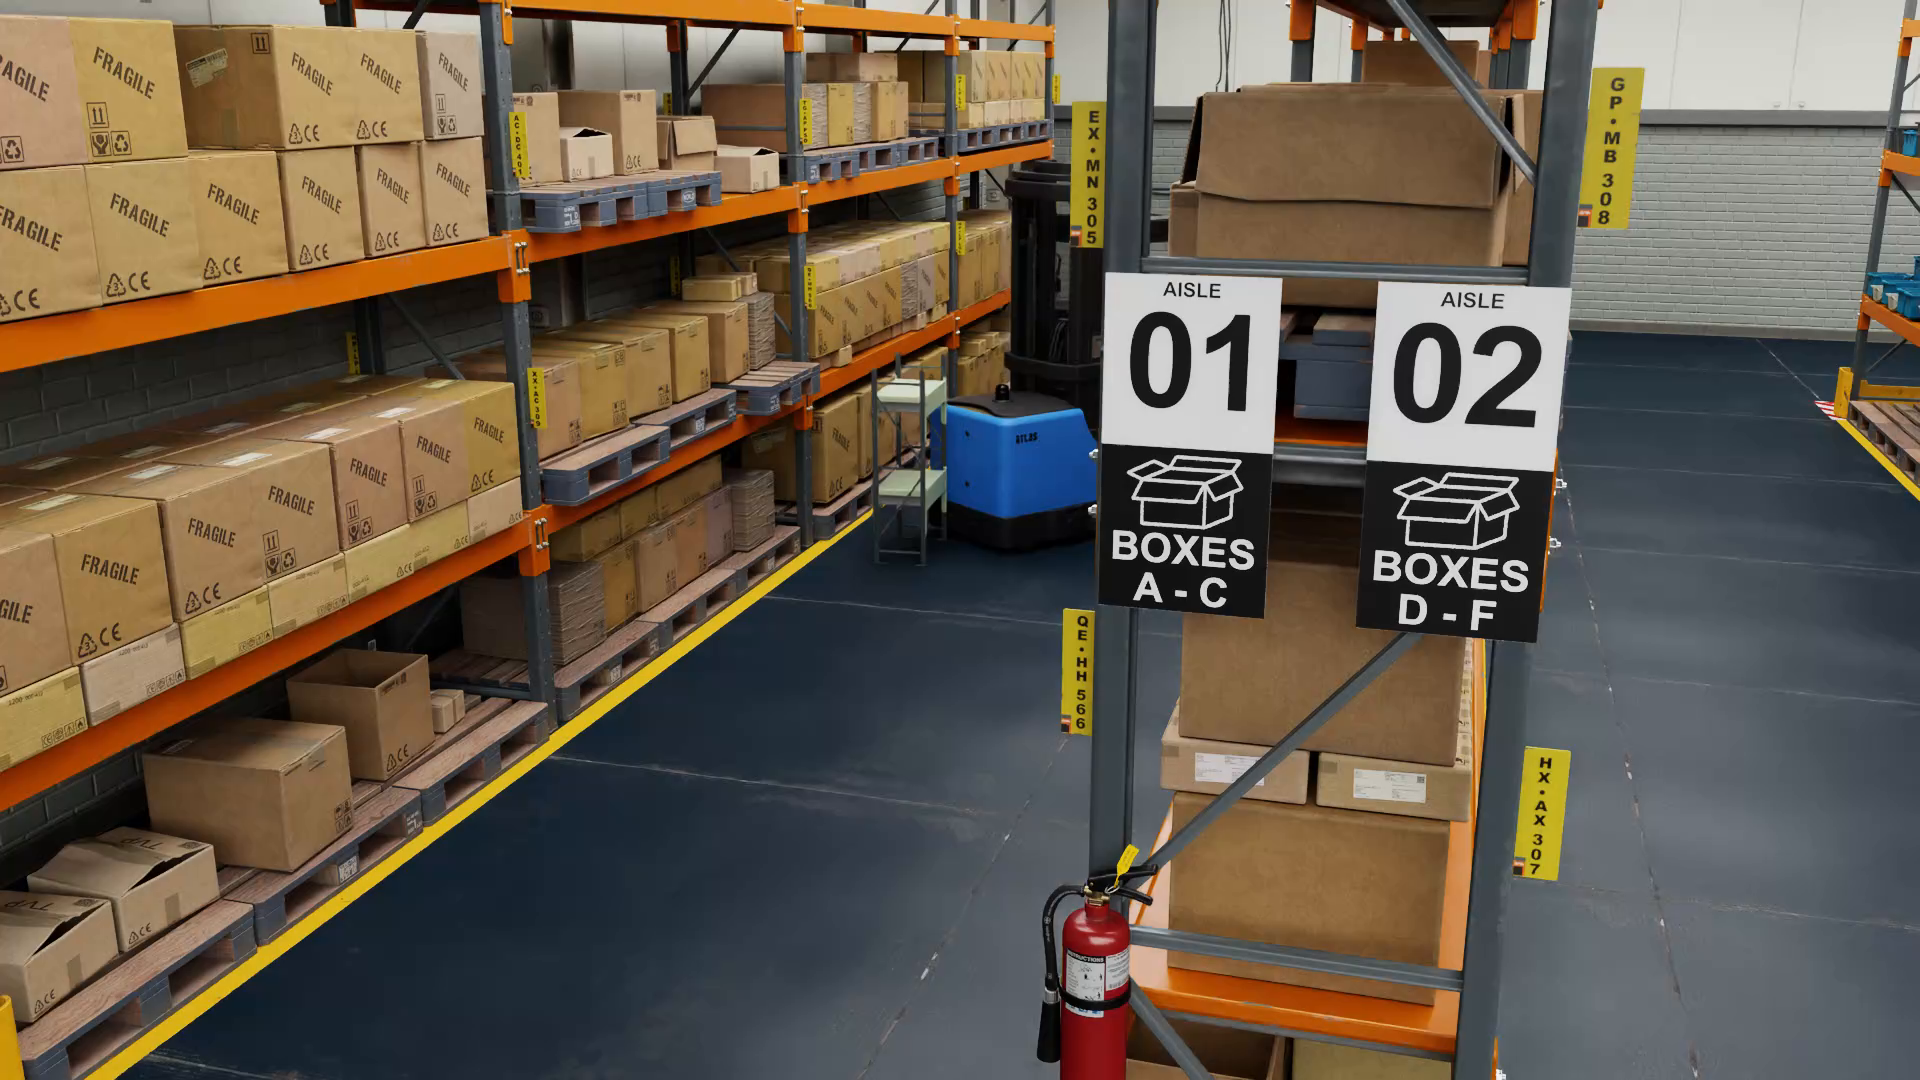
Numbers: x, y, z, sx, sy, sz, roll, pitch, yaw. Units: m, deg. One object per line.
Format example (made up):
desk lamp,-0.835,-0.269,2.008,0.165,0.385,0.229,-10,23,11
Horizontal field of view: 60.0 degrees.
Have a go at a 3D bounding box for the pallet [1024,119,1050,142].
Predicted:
pallet,0.414,-4.729,19.169,1.003,0.211,1.213,5,16,16

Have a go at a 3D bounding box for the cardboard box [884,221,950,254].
cardboard box,-0.409,-2.896,15.904,0.500,0.250,0.500,5,17,17

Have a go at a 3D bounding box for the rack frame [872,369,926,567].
rack frame,-0.455,-0.531,12.452,0.400,1.500,0.023,3,16,11

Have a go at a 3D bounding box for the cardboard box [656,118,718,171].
cardboard box,-2.116,-2.601,11.278,0.797,0.503,0.637,7,17,24

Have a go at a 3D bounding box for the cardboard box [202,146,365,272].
cardboard box,-2.979,-1.454,7.242,0.500,0.500,0.500,4,16,14

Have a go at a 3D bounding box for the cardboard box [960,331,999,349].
cardboard box,0.209,-2.188,18.169,0.380,0.149,0.250,4,16,14

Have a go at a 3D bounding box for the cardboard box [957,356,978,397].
cardboard box,-0.211,-1.664,17.510,0.700,0.500,0.500,5,17,17

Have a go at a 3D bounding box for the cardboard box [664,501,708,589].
cardboard box,-2.185,0.011,11.568,0.700,0.500,0.500,5,16,16

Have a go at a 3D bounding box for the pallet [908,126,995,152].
pallet,-0.279,-4.090,16.919,1.003,0.211,1.213,5,16,16

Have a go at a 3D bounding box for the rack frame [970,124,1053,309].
rack frame,0.615,-3.523,20.254,1.000,3.000,0.127,5,16,16

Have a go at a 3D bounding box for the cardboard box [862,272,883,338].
cardboard box,-0.975,-2.004,14.134,0.500,0.500,0.500,5,16,16

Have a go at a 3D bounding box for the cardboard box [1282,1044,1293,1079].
cardboard box,0.818,1.872,5.502,0.500,0.250,0.500,5,16,16

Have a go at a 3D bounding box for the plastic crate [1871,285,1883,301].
plastic crate,9.557,-2.540,17.162,0.250,0.136,0.298,5,16,16

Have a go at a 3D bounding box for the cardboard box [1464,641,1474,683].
cardboard box,1.355,0.400,5.052,0.380,0.149,0.250,4,16,15

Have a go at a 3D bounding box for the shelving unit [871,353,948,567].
shelving unit,-0.380,-0.628,12.796,0.431,1.500,0.755,3,16,11

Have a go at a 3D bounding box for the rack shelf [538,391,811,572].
rack shelf,-2.227,-0.561,11.128,1.077,0.370,4.000,5,16,16

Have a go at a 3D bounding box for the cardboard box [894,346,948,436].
cardboard box,-0.582,-1.464,16.165,0.750,0.750,0.750,5,17,17

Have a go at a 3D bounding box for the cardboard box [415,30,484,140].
cardboard box,-2.678,-2.213,8.087,0.500,0.500,0.500,3,16,11

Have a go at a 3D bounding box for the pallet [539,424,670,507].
pallet,-2.439,-0.480,9.876,1.003,0.211,1.213,5,16,16

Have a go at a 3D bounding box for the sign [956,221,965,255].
sign,0.001,-2.956,16.278,0.100,0.325,0.005,5,16,16

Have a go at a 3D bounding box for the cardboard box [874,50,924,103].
cardboard box,-0.547,-4.659,16.710,0.500,0.500,0.500,4,16,15

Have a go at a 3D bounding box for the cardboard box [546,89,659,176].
cardboard box,-2.213,-2.536,10.325,0.500,0.500,0.500,4,16,14

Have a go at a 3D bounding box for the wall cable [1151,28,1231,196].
wall cable,2.565,-6.367,24.978,3.097,2.526,0.112,5,16,16

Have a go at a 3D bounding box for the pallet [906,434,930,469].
pallet,-0.669,-0.927,16.212,1.003,0.211,1.213,5,16,16

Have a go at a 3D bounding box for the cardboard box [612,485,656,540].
cardboard box,-2.336,-0.199,10.935,0.500,0.250,0.500,4,16,14

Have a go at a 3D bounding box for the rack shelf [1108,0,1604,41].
rack shelf,1.387,-1.825,5.324,1.077,0.370,4.000,5,16,16

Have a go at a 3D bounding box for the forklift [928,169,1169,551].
forklift,1.222,-1.599,13.712,3.031,2.867,1.129,-12,20,-36

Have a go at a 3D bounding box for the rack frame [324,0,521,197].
rack frame,-2.795,-3.270,8.366,1.000,3.000,0.127,5,16,16

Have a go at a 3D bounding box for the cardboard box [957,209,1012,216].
cardboard box,0.480,-3.533,19.740,0.980,0.700,0.700,5,17,18

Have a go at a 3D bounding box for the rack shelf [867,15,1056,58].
rack shelf,0.047,-5.348,17.743,1.077,0.370,4.000,5,16,16

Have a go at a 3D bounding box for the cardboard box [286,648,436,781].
cardboard box,-3.052,0.882,8.498,0.500,0.500,0.500,3,16,12

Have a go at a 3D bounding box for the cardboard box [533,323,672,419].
cardboard box,-2.295,-1.094,10.701,0.700,0.500,0.500,7,17,24

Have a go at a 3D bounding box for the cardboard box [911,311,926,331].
cardboard box,-0.531,-2.049,15.481,0.380,0.149,0.250,5,16,16

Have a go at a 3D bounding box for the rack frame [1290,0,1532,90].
rack frame,1.955,-2.887,7.016,1.000,3.000,0.127,5,16,16

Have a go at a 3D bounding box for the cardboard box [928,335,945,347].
cardboard box,-0.221,-2.160,18.072,0.380,0.149,0.250,4,16,14

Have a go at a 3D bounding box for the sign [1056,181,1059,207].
sign,1.131,-4.148,19.902,0.100,0.325,0.005,5,16,16

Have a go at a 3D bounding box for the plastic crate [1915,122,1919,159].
plastic crate,9.416,-3.790,15.810,0.504,0.338,0.767,5,16,16

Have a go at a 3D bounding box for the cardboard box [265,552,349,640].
cardboard box,-3.059,0.220,7.293,0.500,0.250,0.500,5,17,16

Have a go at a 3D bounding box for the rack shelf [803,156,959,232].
rack shelf,-1.090,-3.050,14.408,1.077,0.370,4.000,5,16,16

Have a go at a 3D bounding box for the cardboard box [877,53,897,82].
cardboard box,-0.898,-4.320,15.203,0.500,0.250,0.500,6,17,20

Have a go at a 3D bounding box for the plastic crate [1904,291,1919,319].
plastic crate,9.268,-2.241,15.931,0.416,0.233,0.300,5,16,16

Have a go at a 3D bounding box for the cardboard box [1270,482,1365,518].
cardboard box,1.123,0.101,4.917,0.700,0.500,0.500,4,16,14

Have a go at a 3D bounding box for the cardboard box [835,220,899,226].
cardboard box,-0.902,-2.938,16.052,0.500,0.250,0.500,5,17,18

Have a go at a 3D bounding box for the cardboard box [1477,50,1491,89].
cardboard box,4.608,-4.316,15.535,0.700,0.500,0.500,5,16,16

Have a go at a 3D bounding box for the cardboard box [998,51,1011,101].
cardboard box,0.225,-4.888,17.516,0.500,0.500,0.500,5,17,16

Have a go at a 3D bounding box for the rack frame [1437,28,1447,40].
rack frame,5.362,-6.026,18.085,0.949,2.616,0.053,5,16,16

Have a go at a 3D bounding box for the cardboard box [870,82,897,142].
cardboard box,-0.973,-3.807,14.768,0.700,0.500,0.500,4,16,15

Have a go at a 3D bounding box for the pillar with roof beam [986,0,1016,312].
pillar with roof beam,4.680,-6.849,20.985,9.100,9.000,0.400,5,16,16

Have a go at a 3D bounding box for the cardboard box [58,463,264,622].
cardboard box,-3.205,0.000,6.697,0.500,0.500,0.500,4,16,14

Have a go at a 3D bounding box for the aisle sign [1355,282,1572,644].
aisle sign,1.093,-0.164,3.646,0.394,0.787,0.004,5,16,16

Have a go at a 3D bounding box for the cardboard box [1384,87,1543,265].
cardboard box,1.552,-1.128,5.102,0.500,0.500,0.500,5,16,16

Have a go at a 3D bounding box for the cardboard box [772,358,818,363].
cardboard box,-1.343,-1.387,13.147,0.380,0.149,0.250,4,16,15

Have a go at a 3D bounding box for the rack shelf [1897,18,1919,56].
rack shelf,9.545,-4.579,15.034,1.077,0.370,4.000,5,16,16

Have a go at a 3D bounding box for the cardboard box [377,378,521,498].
cardboard box,-2.633,-0.534,8.580,0.500,0.500,0.500,5,16,16

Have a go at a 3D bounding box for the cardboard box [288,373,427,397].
cardboard box,-3.129,-0.575,8.724,0.500,0.500,0.500,4,16,15
